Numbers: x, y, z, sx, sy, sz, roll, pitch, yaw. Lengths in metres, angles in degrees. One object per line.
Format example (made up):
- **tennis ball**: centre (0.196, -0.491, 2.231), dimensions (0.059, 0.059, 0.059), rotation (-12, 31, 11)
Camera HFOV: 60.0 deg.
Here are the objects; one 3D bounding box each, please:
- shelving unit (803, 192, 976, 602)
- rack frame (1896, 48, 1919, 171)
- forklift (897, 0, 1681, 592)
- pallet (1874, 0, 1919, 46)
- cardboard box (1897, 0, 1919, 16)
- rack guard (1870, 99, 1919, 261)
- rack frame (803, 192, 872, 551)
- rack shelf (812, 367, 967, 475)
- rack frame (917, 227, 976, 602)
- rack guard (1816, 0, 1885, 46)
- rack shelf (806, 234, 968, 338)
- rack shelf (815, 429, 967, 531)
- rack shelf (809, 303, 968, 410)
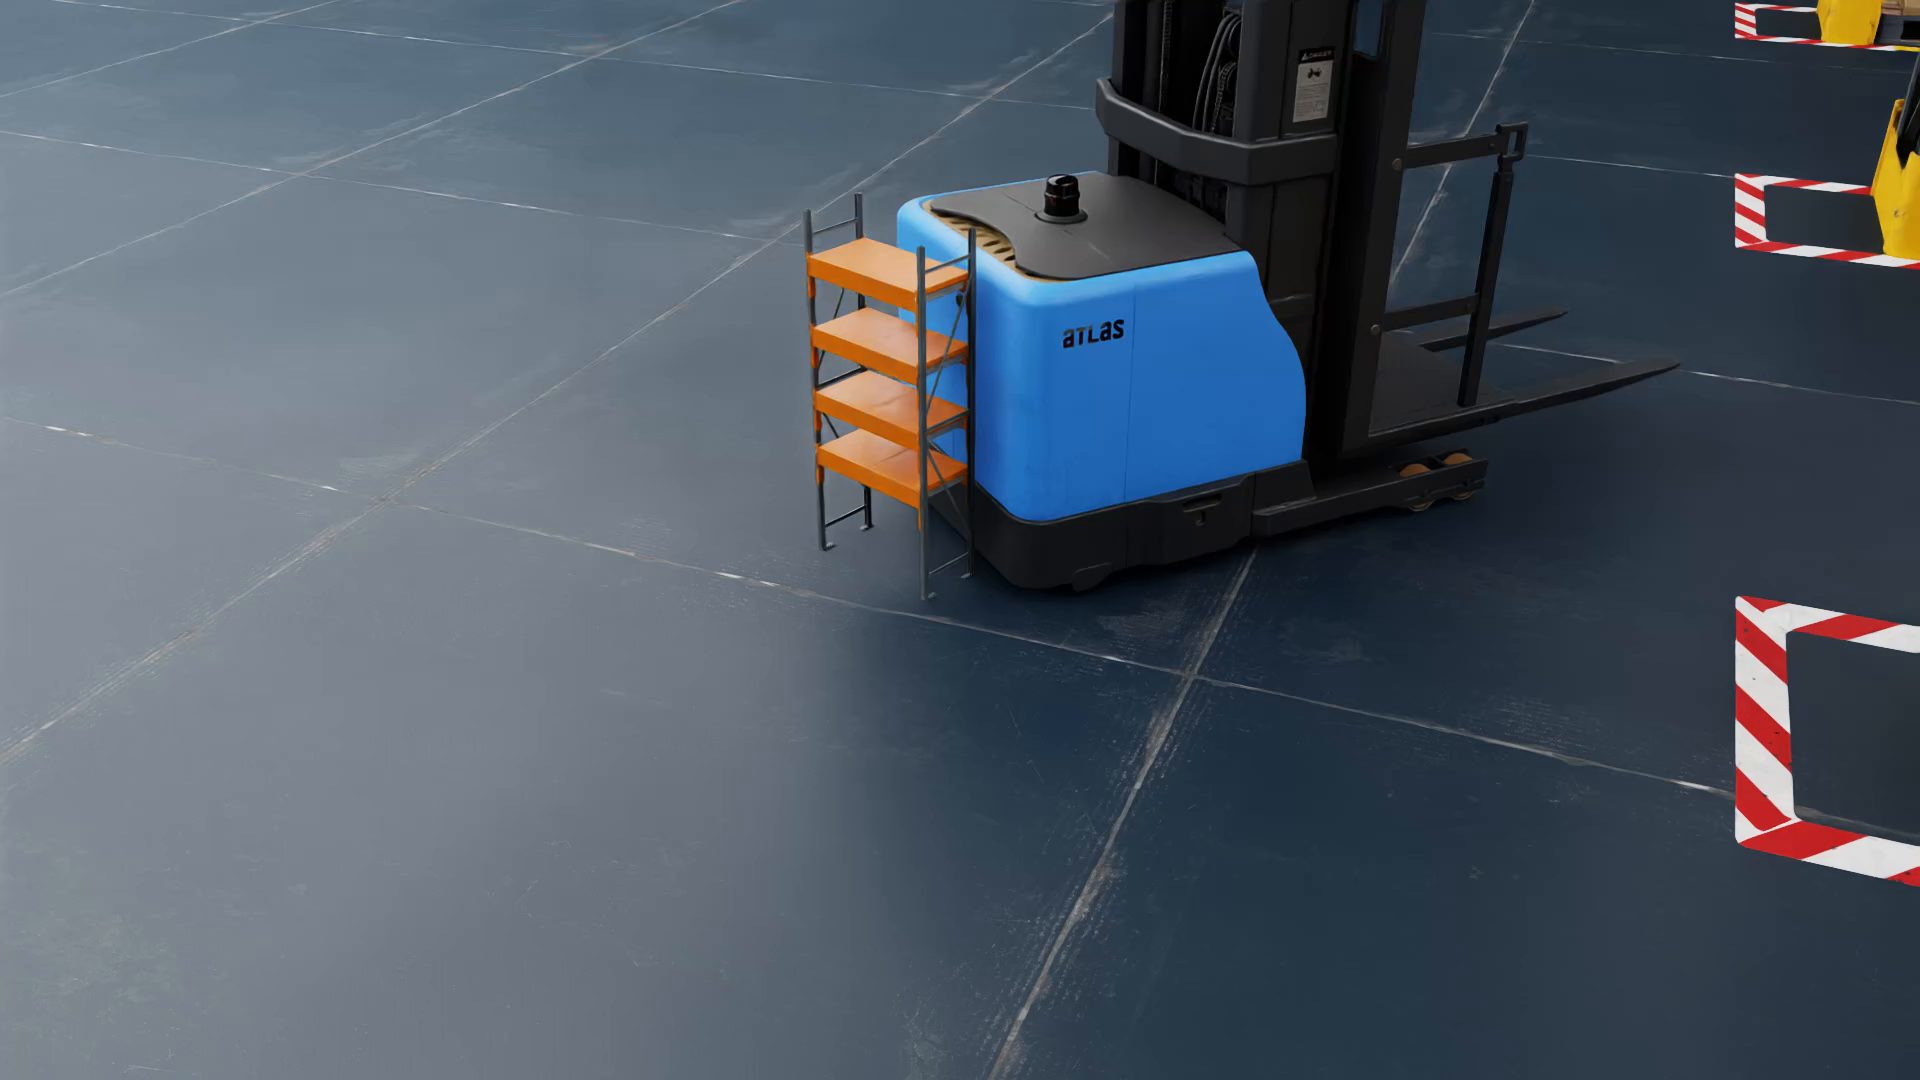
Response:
- **shelving unit**: centre (-0.217, -0.449, 5.325), dimensions (0.503, 1.200, 0.258), rotation (25, 38, 36)
- **rack frame**: centre (4.871, -2.938, 7.899), dimensions (0.127, 3.000, 1.000), rotation (11, 31, 19)
- **forklift**: centre (1.328, -1.597, 5.597), dimensions (3.031, 2.935, 1.130), rotation (-14, 32, -23)
- **pallet**: centre (7.461, -3.859, 12.363), dimensions (1.213, 0.211, 1.003), rotation (11, 31, 19)
- **cardboard box**: centre (7.150, -3.981, 12.112), dimensions (0.500, 0.250, 0.500), rotation (11, 31, 19)
- **rack guard**: centre (4.959, -1.857, 8.527), dimensions (0.348, 0.500, 1.175), rotation (11, 31, 19)
- **rack frame**: centre (-0.396, -0.531, 5.470), dimensions (0.015, 1.200, 0.240), rotation (25, 38, 36)
- **rack shelf**: centre (-0.217, -0.391, 5.358), dimensions (0.480, 0.148, 0.258), rotation (25, 38, 36)
- **rack frame**: centre (-0.039, -0.367, 5.180), dimensions (0.015, 1.200, 0.240), rotation (25, 38, 36)
- **rack guard**: centre (6.715, -4.112, 12.516), dimensions (0.348, 0.500, 1.175), rotation (11, 31, 19)
- **rack shelf**: centre (-0.217, -0.791, 5.132), dimensions (0.480, 0.148, 0.258), rotation (25, 38, 36)
- **rack shelf**: centre (-0.217, -0.218, 5.456), dimensions (0.480, 0.148, 0.258), rotation (25, 38, 36)
- **rack shelf**: centre (-0.217, -0.585, 5.248), dimensions (0.480, 0.148, 0.258), rotation (25, 38, 36)
